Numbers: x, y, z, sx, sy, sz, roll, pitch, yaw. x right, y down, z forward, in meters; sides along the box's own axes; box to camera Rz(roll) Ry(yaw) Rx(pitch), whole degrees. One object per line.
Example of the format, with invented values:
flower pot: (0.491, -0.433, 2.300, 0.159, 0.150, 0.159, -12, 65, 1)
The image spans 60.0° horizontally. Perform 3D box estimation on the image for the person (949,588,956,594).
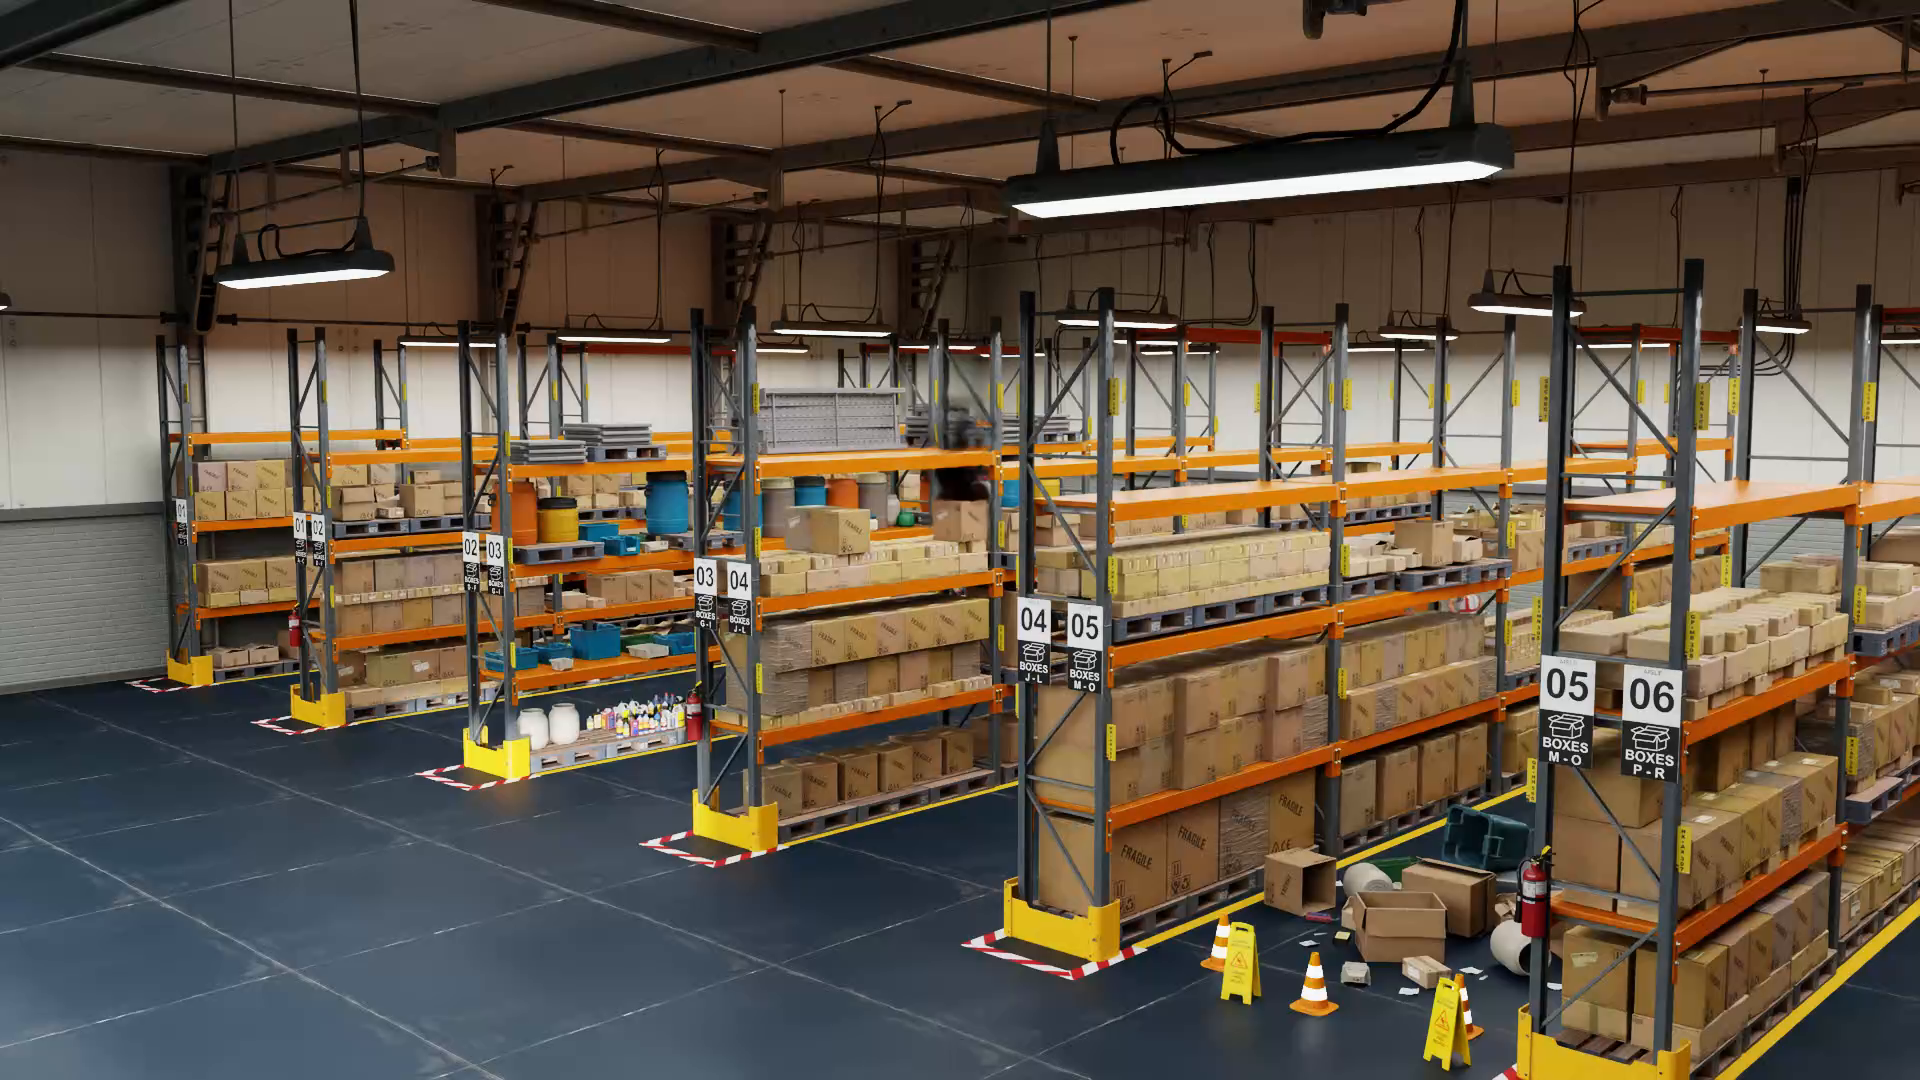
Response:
person: (-0.313, 1.308, 32.432, 0.579, 1.701, 0.723, 3, 6, 27)

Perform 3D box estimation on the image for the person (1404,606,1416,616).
person: (7.165, 1.848, 26.469, 0.669, 1.703, 0.755, 4, 7, 36)

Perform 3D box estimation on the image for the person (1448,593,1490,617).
person: (9.380, 1.447, 30.443, 0.726, 1.730, 0.574, -4, 6, -33)
